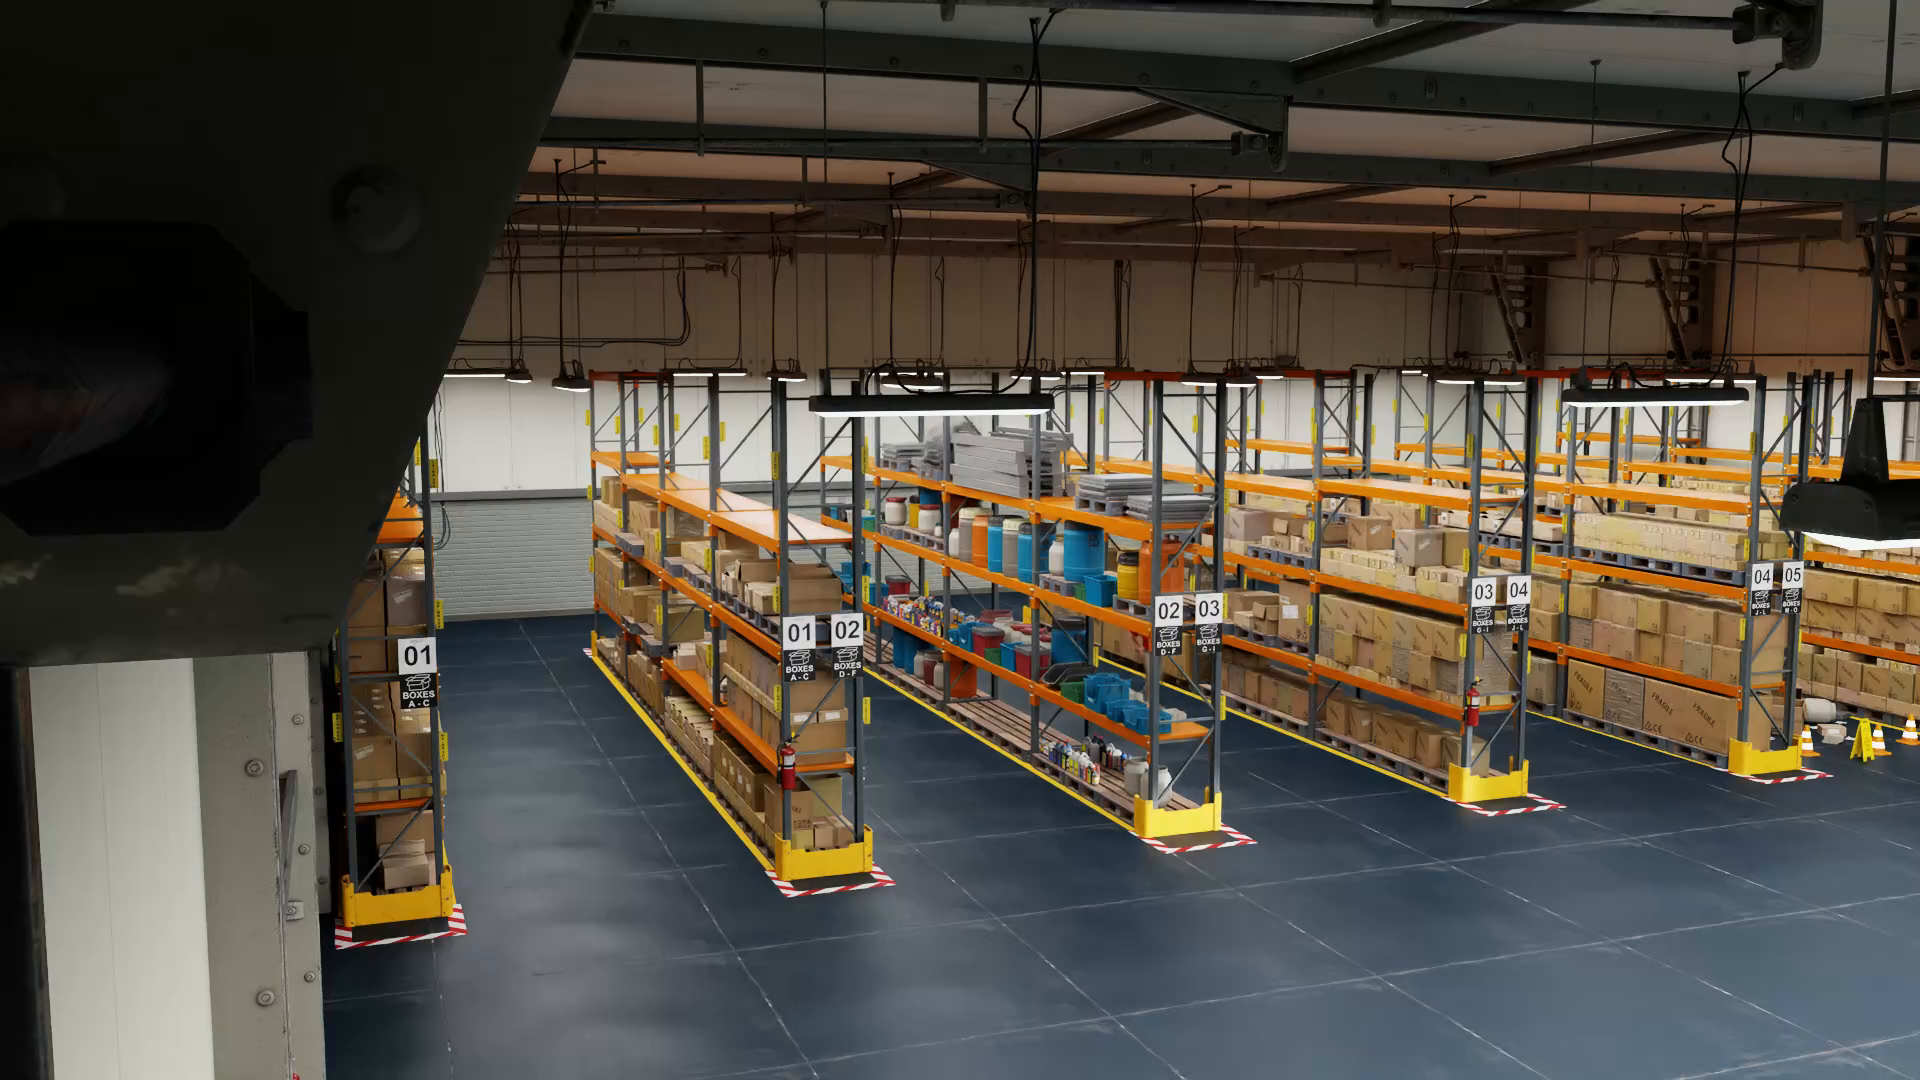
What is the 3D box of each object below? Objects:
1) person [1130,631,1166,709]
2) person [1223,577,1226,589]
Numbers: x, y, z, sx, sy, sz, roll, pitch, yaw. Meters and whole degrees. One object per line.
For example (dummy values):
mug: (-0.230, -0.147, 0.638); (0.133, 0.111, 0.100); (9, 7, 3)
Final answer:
person: (3.306, 2.029, 28.467); (0.673, 1.763, 0.883); (-3, 7, -26)
person: (5.461, 1.608, 34.908); (0.541, 1.720, 0.722); (-3, 7, -24)
